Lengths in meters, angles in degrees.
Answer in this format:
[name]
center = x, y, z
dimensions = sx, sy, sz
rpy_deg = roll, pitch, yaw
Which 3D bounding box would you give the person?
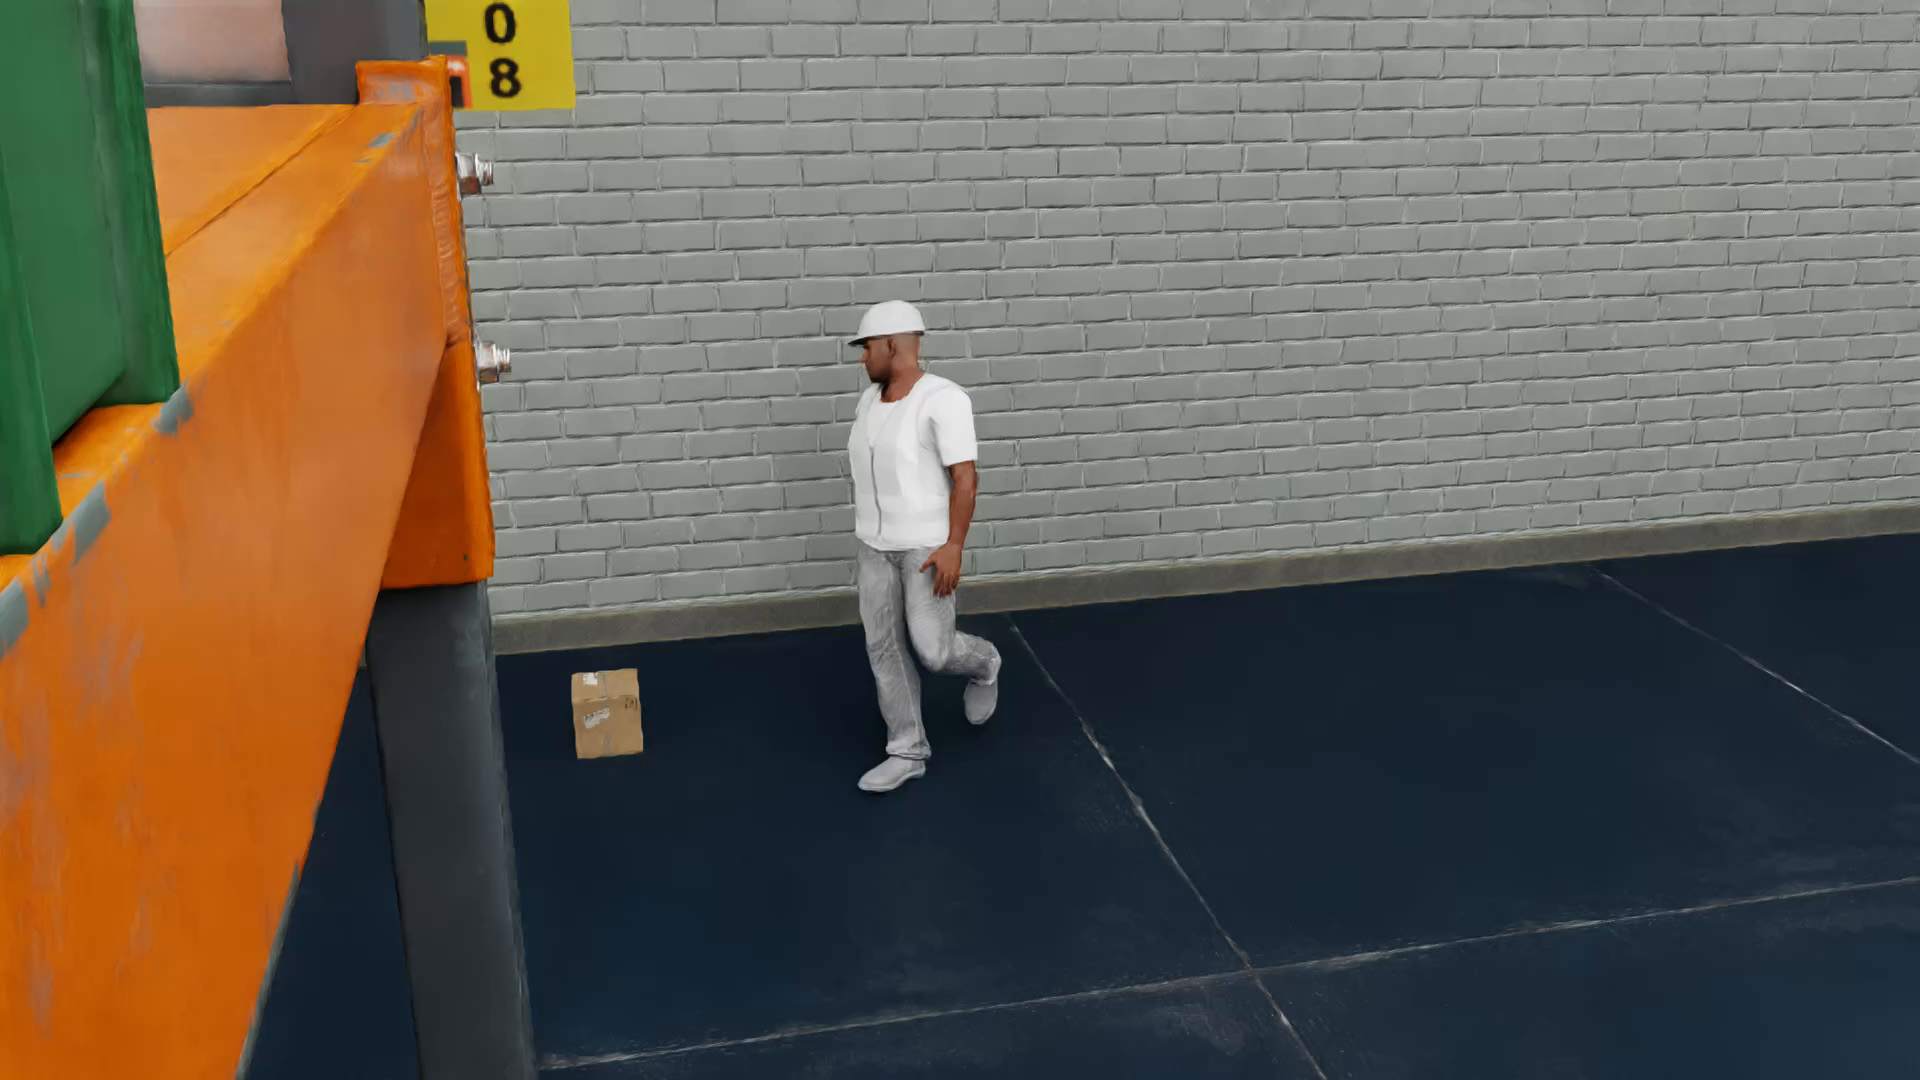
[person]
center = -0.187, 0.003, 6.094
dimensions = 0.631, 1.717, 0.768
rpy_deg = 16, 25, 39
